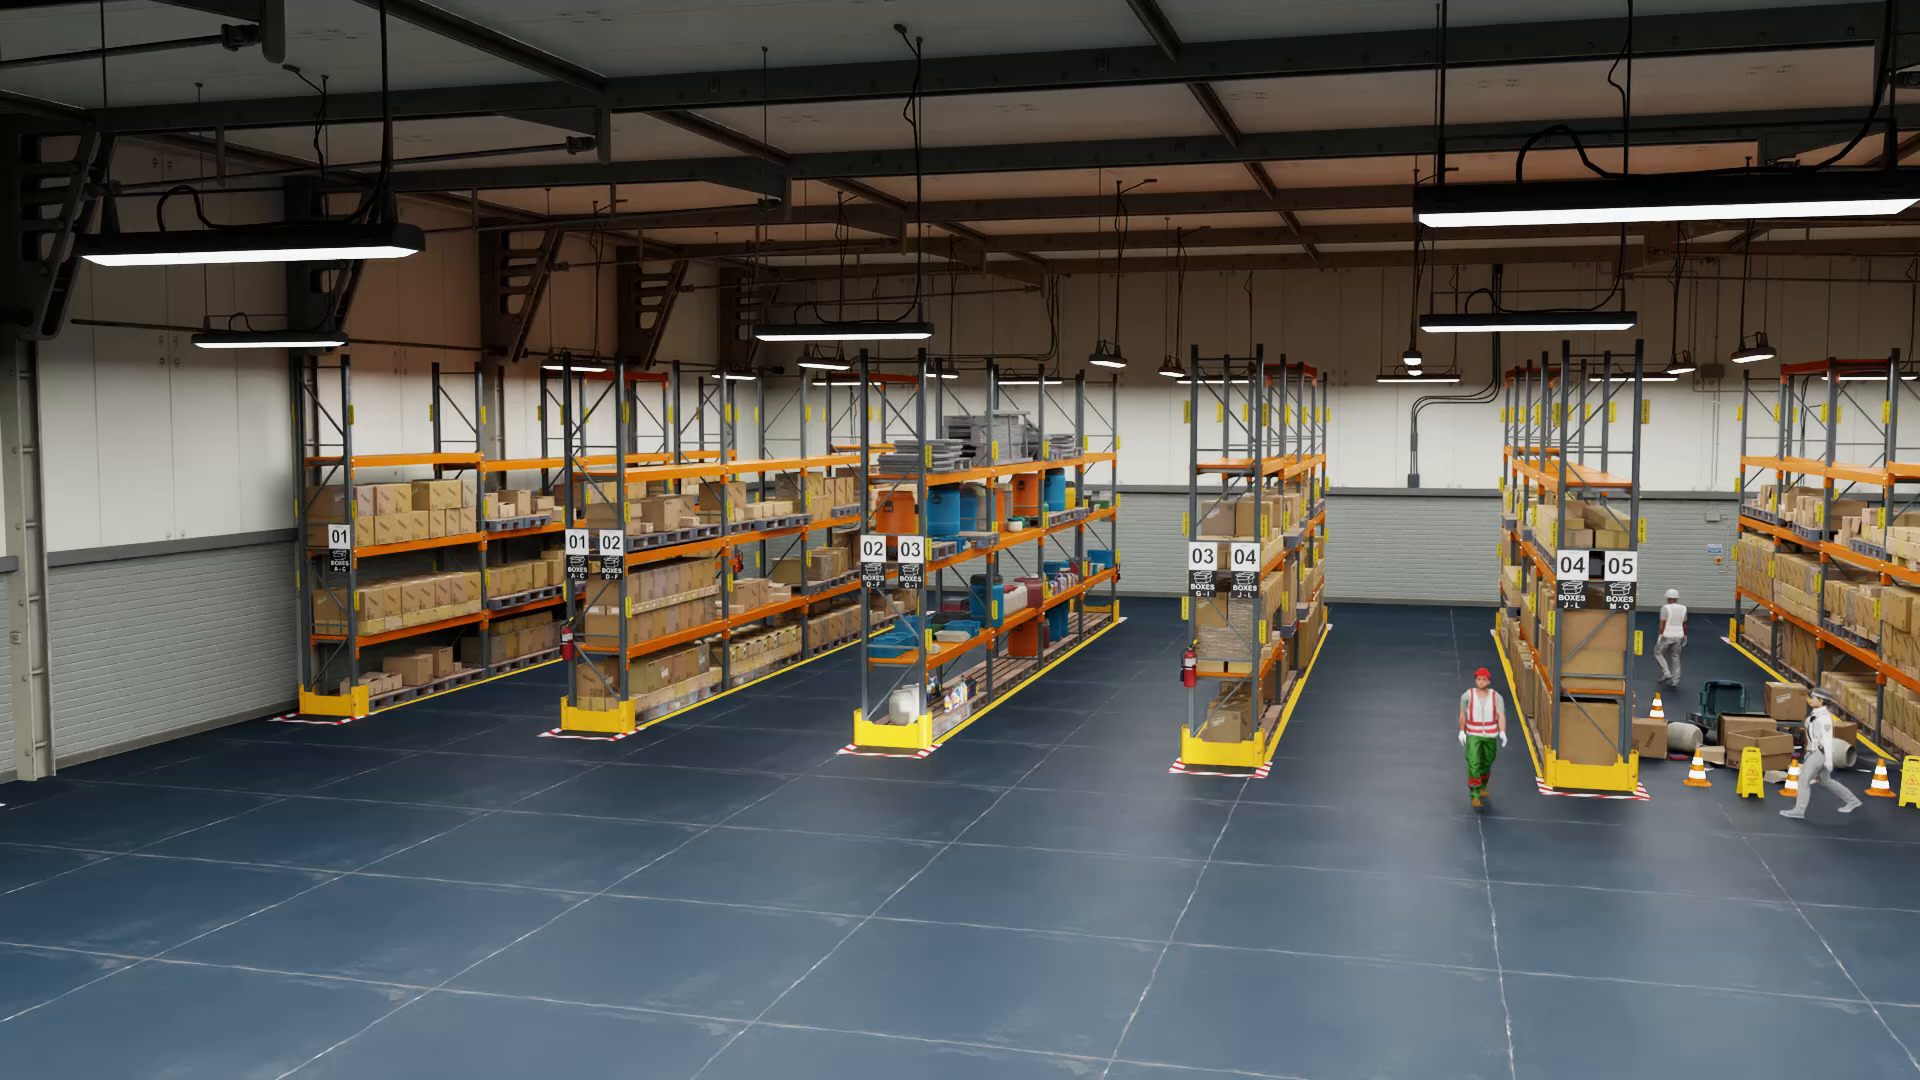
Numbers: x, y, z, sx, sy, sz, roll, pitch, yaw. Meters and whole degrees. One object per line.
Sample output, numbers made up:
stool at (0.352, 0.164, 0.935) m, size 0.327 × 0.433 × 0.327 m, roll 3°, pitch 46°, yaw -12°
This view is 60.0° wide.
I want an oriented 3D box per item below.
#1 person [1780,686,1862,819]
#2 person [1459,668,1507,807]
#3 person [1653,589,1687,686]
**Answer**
person at (10.673, 2.627, 20.558) m, size 0.970 × 1.639 × 0.486 m, roll 1°, pitch 4°, yaw 12°
person at (6.705, 2.511, 21.299) m, size 0.554 × 1.735 × 1.023 m, roll 1°, pitch 4°, yaw 10°
person at (13.183, 1.803, 30.782) m, size 0.609 × 1.786 × 0.463 m, roll -1°, pitch 4°, yaw -12°
